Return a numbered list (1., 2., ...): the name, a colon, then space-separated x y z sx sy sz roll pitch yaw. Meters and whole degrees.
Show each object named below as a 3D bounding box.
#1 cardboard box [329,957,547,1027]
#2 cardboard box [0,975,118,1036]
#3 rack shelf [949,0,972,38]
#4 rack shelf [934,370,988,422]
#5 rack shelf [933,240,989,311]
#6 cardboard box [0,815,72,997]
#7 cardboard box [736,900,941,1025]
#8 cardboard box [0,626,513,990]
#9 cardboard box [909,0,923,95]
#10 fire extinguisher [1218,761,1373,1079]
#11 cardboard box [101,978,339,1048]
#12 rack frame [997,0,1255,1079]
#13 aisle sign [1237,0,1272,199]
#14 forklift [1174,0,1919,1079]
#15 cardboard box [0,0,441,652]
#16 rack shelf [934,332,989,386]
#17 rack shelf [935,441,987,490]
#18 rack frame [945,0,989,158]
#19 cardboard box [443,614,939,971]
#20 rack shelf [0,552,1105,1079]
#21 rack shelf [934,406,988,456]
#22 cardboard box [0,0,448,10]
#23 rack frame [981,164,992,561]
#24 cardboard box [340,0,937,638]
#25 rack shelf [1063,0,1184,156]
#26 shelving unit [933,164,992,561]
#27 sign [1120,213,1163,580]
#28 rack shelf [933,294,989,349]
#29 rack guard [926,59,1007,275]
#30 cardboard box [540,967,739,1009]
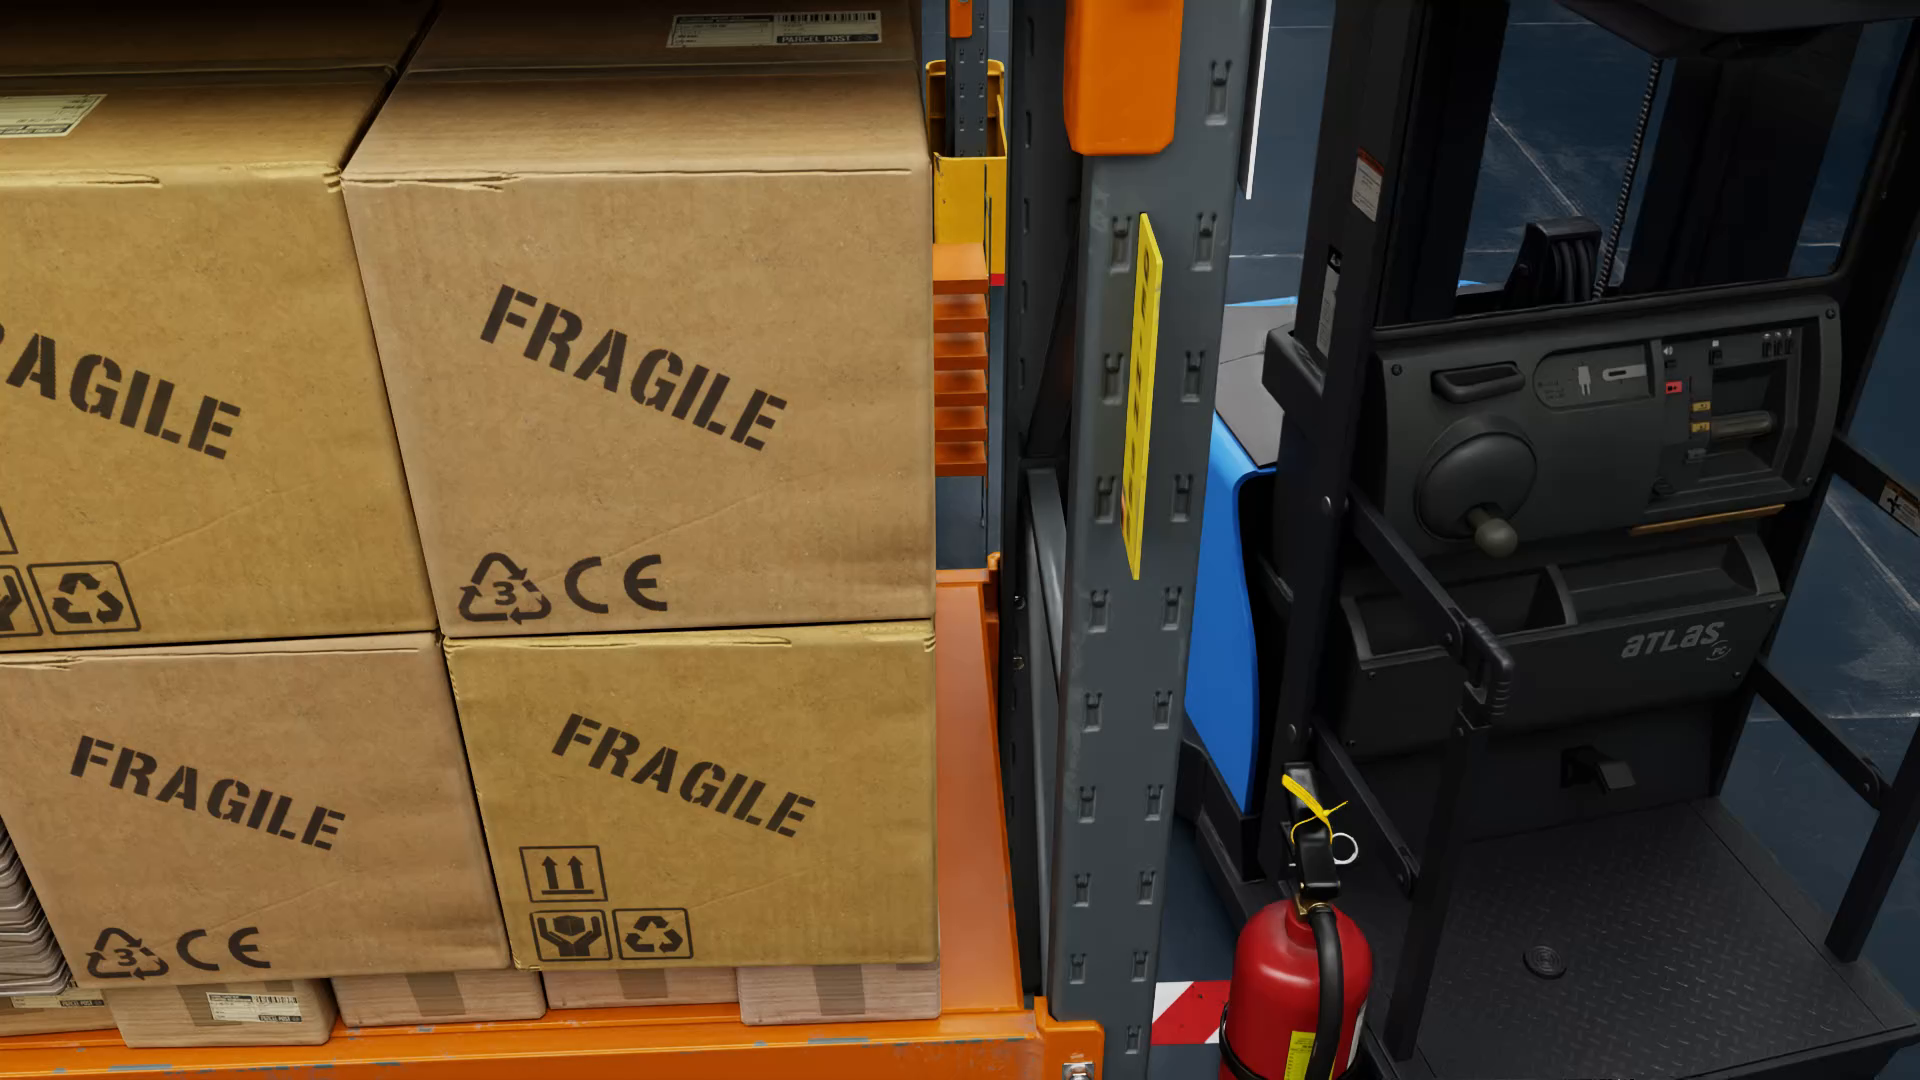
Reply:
1. cardboard box: -0.657 0.441 2.198 0.250 0.149 0.380 -2 35 -3
2. cardboard box: -1.175 0.451 2.183 0.250 0.149 0.380 -3 35 -4
3. rack shelf: -1.976 -2.305 6.577 4.000 0.370 1.077 -2 35 -2
4. rack shelf: -0.014 -0.456 4.933 0.180 0.103 0.258 -2 35 -2
5. rack shelf: -0.014 -0.752 4.728 0.180 0.103 0.258 -2 35 -2
6. cardboard box: -1.302 0.192 1.987 0.500 0.500 0.500 -1 35 -2
7. cardboard box: -0.157 0.440 2.199 0.250 0.149 0.380 -1 35 -2
8. cardboard box: -0.796 0.173 2.015 0.500 0.500 0.500 -2 35 -3
9. cardboard box: -0.306 -0.546 2.176 0.500 0.500 0.500 -2 35 -3
10. fire extinguisher: 0.429 0.608 2.131 0.183 0.674 0.296 -2 35 -2
11. cardboard box: -0.911 0.461 2.169 0.250 0.149 0.380 -1 35 -1
12. rack frame: 0.155 0.167 2.373 0.127 3.000 1.000 -2 35 -2
13. aisle sign: 0.242 -0.733 1.389 0.004 0.787 0.394 -2 35 -2
14. forklift: 1.254 -0.143 2.881 1.130 2.935 3.031 -8 36 -12
15. cardboard box: -0.796 -0.240 1.733 0.500 0.500 0.500 -3 35 -4
16. rack shelf: -0.014 -0.555 4.865 0.180 0.103 0.258 -2 35 -2
17. rack shelf: -0.014 -0.259 5.070 0.180 0.103 0.258 -2 35 -2
18. rack frame: 0.021 -2.655 6.450 0.127 3.000 1.000 -2 35 -2
19. cardboard box: -0.281 0.162 2.031 0.500 0.500 0.500 -1 35 -1
20. rack shelf: -1.842 0.517 2.499 4.000 0.370 1.077 -2 35 -2
21. rack shelf: -0.014 -0.358 5.002 0.180 0.103 0.258 -2 35 -2
22. cardboard box: -0.809 -0.529 2.151 0.500 0.500 0.500 -1 35 -1
23. rack frame: 0.077 -0.495 4.912 0.006 1.200 0.240 -2 35 -2
24. cardboard box: -0.290 -0.254 1.753 0.500 0.500 0.500 -2 35 -3
25. rack shelf: -1.842 -0.717 1.646 4.000 0.370 1.077 -2 35 -2
26. shelving unit: -0.014 -0.493 4.908 0.189 1.200 0.258 -2 35 -2
27. sign: 0.162 -0.123 1.497 0.005 0.325 0.100 -2 35 -2
28. rack shelf: -0.014 -0.654 4.797 0.180 0.103 0.258 -2 35 -2
29. rack guard: 0.045 -1.628 7.163 0.348 0.500 1.175 -2 35 -2
30. cardboard box: -0.407 0.425 2.220 0.250 0.149 0.380 -2 35 -2
